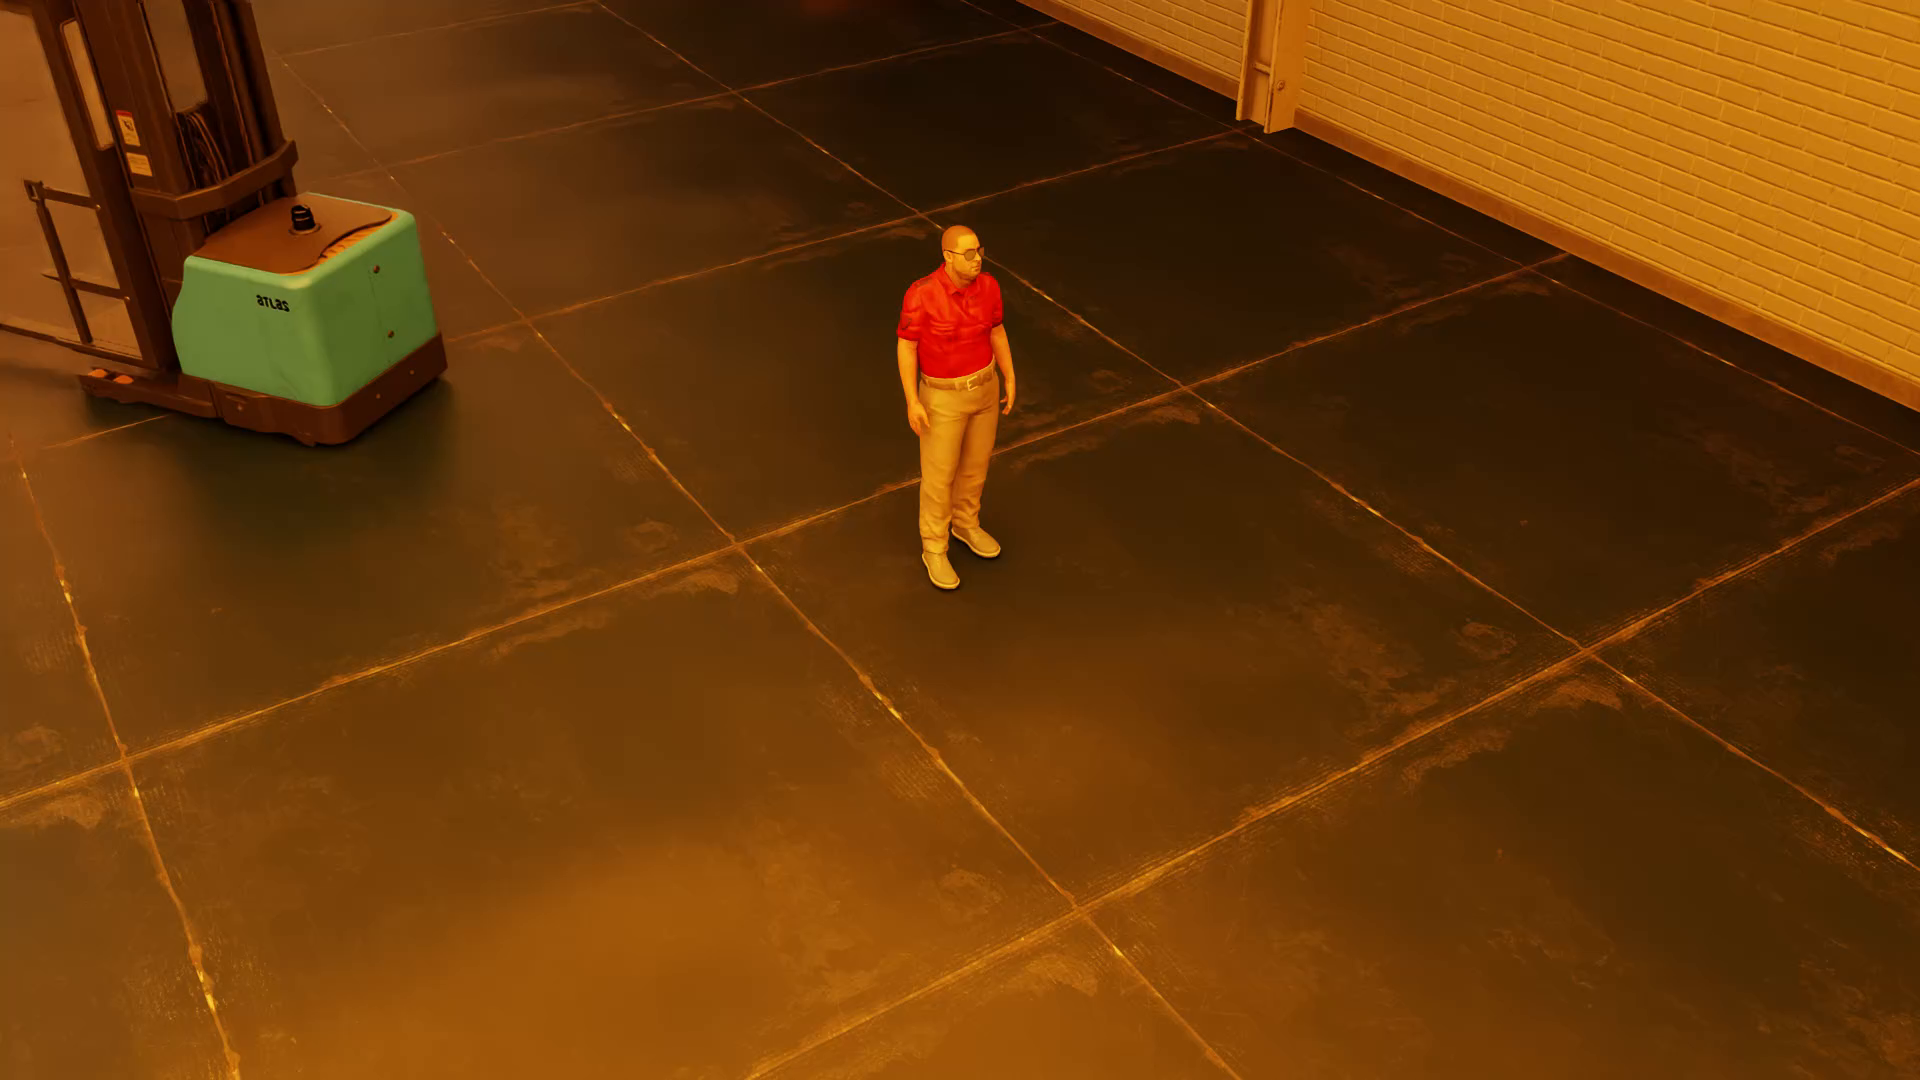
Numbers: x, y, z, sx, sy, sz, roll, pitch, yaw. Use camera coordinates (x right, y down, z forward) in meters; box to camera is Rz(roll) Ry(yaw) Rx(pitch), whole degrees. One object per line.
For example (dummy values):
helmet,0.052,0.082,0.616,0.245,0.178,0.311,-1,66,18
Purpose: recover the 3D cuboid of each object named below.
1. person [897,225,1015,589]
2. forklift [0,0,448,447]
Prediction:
person,0.038,-0.666,8.129,0.640,1.727,0.551,-21,40,-27
forklift,-4.667,-2.269,9.377,3.031,2.935,1.130,13,37,18
